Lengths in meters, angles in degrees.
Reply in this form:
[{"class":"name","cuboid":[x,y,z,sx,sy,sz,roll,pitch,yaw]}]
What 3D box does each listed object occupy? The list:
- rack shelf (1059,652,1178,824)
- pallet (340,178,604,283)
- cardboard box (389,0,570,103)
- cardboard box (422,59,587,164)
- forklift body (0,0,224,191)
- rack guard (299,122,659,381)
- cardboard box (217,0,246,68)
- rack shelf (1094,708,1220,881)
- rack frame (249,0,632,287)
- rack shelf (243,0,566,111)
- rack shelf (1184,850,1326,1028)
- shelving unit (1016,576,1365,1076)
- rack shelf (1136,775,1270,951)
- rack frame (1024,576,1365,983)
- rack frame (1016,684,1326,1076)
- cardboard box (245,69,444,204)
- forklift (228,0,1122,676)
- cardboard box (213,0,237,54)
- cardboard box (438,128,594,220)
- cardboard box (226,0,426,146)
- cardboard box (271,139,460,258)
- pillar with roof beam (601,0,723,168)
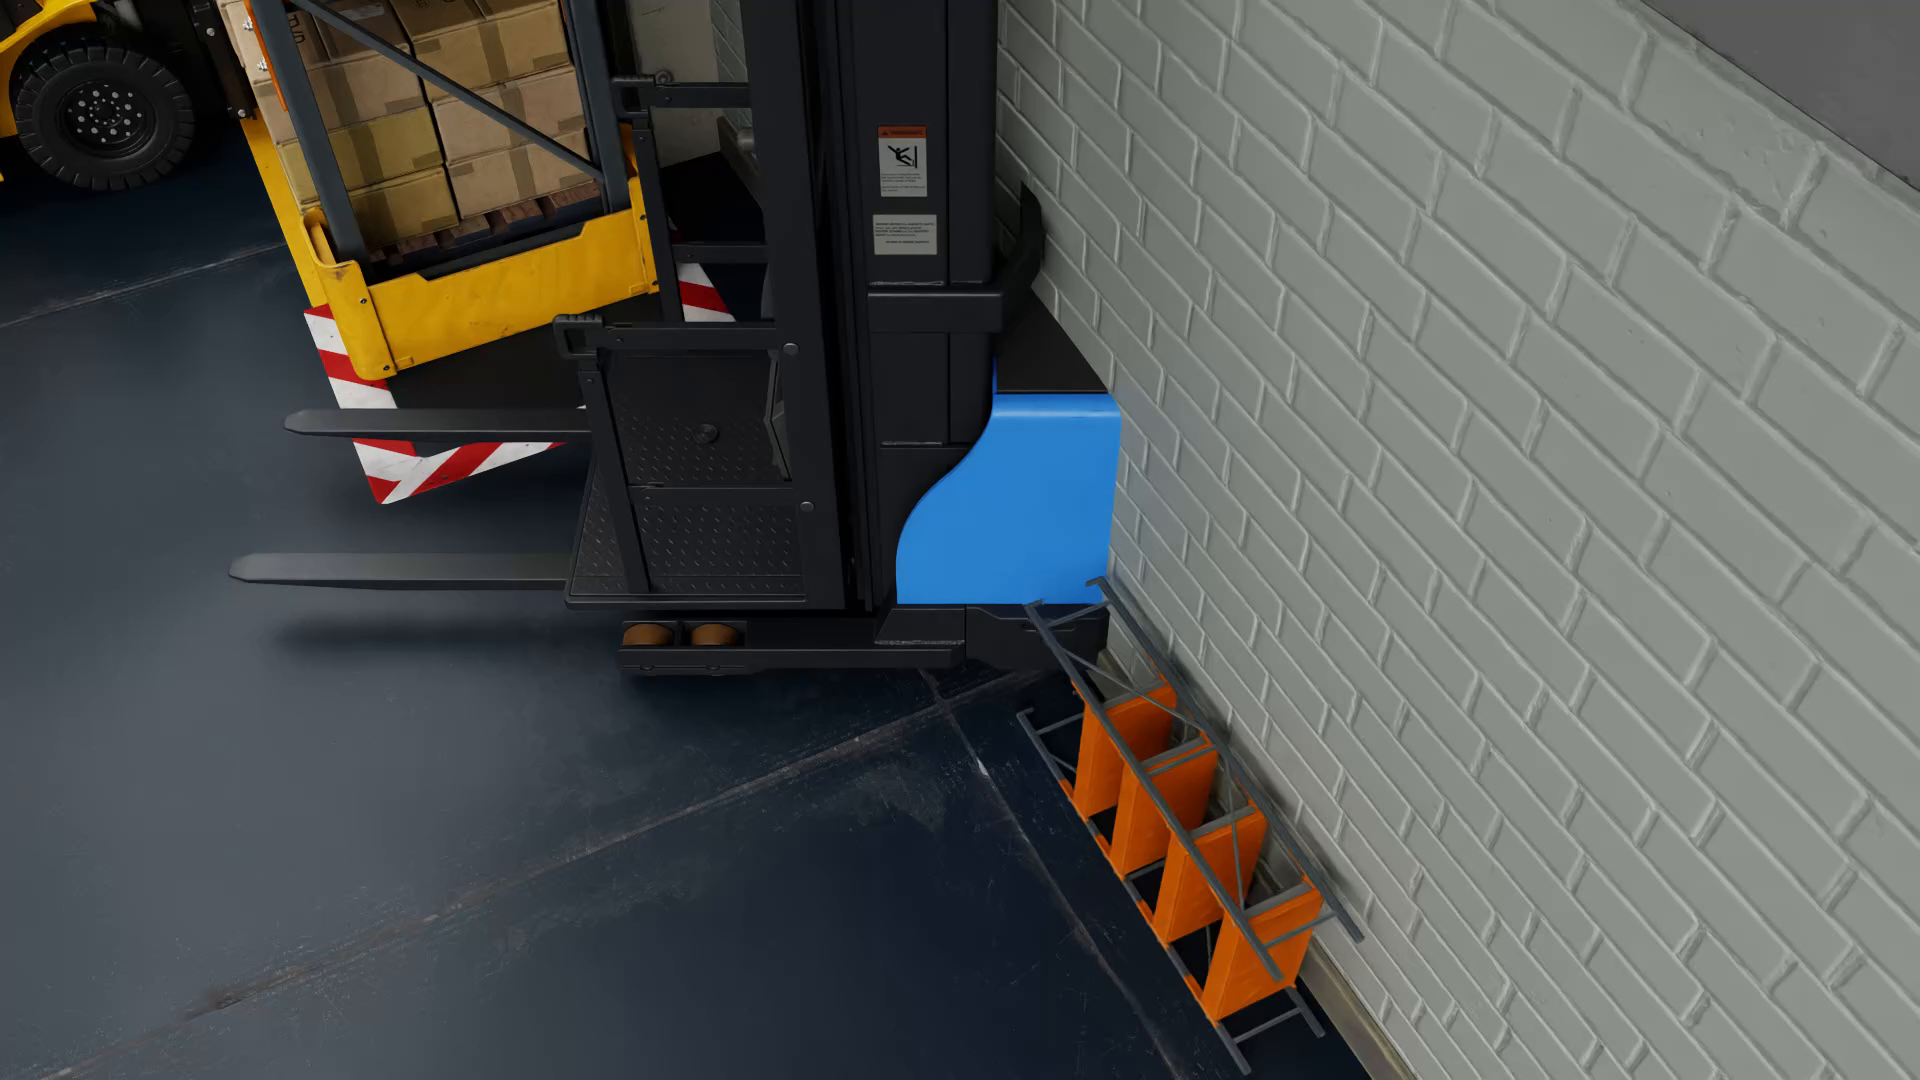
[{"class":"rack shelf","cuboid":[0.423,0.527,4.443,0.258,0.480,0.148,-20,52,-18]},{"class":"pallet","cuboid":[-2.015,-1.431,6.361,1.003,0.211,1.213,-21,52,-18]},{"class":"cardboard box","cuboid":[-1.680,-1.801,5.716,0.500,0.250,0.500,-22,52,-18]},{"class":"cardboard box","cuboid":[-1.658,-1.635,5.903,0.500,0.250,0.500,-20,52,-17]},{"class":"forklift body","cuboid":[-4.118,-2.213,5.757,2.313,2.155,1.214,-21,52,-18]},{"class":"rack guard","cuboid":[-1.617,-1.013,5.803,1.175,0.500,0.348,-21,52,-18]},{"class":"cardboard box","cuboid":[-2.355,-1.954,5.850,0.500,0.250,0.500,-20,52,-17]},{"class":"rack shelf","cuboid":[0.511,0.661,4.326,0.258,0.480,0.148,-20,52,-18]},{"class":"rack frame","cuboid":[-1.628,-1.852,4.877,1.000,3.000,0.127,-21,52,-18]},{"class":"rack shelf","cuboid":[-2.543,-2.953,6.318,1.077,0.370,4.000,-21,52,-18]},{"class":"rack shelf","cuboid":[0.717,0.971,4.055,0.258,0.480,0.148,-20,52,-18]},{"class":"shelving unit","cuboid":[0.541,0.706,4.286,0.258,0.503,1.200,-20,52,-18]},{"class":"rack shelf","cuboid":[0.611,0.811,4.194,0.258,0.480,0.148,-20,52,-18]},{"class":"rack frame","cuboid":[0.546,0.544,4.104,0.240,0.015,1.200,-20,52,-18]},{"class":"rack frame","cuboid":[0.537,0.868,4.469,0.240,0.015,1.200,-20,52,-18]},{"class":"cardboard box","cuboid":[-2.129,-1.467,5.756,0.500,0.250,0.500,-22,52,-18]},{"class":"forklift","cuboid":[-0.630,-0.965,4.147,3.031,2.935,1.130,0,49,0]},{"class":"cardboard box","cuboid":[-2.604,-2.145,6.349,0.500,0.250,0.500,-22,52,-18]},{"class":"cardboard box","cuboid":[-1.679,-1.481,6.100,0.500,0.250,0.500,-21,52,-17]},{"class":"cardboard box","cuboid":[-2.116,-1.614,5.553,0.500,0.250,0.500,-20,52,-16]},{"class":"cardboard box","cuboid":[-2.124,-1.290,5.933,0.500,0.250,0.500,-21,52,-17]},{"class":"pillar with roof beam","cuboid":[-4.973,-3.120,2.001,9.100,9.000,0.400,-21,52,-18]}]
